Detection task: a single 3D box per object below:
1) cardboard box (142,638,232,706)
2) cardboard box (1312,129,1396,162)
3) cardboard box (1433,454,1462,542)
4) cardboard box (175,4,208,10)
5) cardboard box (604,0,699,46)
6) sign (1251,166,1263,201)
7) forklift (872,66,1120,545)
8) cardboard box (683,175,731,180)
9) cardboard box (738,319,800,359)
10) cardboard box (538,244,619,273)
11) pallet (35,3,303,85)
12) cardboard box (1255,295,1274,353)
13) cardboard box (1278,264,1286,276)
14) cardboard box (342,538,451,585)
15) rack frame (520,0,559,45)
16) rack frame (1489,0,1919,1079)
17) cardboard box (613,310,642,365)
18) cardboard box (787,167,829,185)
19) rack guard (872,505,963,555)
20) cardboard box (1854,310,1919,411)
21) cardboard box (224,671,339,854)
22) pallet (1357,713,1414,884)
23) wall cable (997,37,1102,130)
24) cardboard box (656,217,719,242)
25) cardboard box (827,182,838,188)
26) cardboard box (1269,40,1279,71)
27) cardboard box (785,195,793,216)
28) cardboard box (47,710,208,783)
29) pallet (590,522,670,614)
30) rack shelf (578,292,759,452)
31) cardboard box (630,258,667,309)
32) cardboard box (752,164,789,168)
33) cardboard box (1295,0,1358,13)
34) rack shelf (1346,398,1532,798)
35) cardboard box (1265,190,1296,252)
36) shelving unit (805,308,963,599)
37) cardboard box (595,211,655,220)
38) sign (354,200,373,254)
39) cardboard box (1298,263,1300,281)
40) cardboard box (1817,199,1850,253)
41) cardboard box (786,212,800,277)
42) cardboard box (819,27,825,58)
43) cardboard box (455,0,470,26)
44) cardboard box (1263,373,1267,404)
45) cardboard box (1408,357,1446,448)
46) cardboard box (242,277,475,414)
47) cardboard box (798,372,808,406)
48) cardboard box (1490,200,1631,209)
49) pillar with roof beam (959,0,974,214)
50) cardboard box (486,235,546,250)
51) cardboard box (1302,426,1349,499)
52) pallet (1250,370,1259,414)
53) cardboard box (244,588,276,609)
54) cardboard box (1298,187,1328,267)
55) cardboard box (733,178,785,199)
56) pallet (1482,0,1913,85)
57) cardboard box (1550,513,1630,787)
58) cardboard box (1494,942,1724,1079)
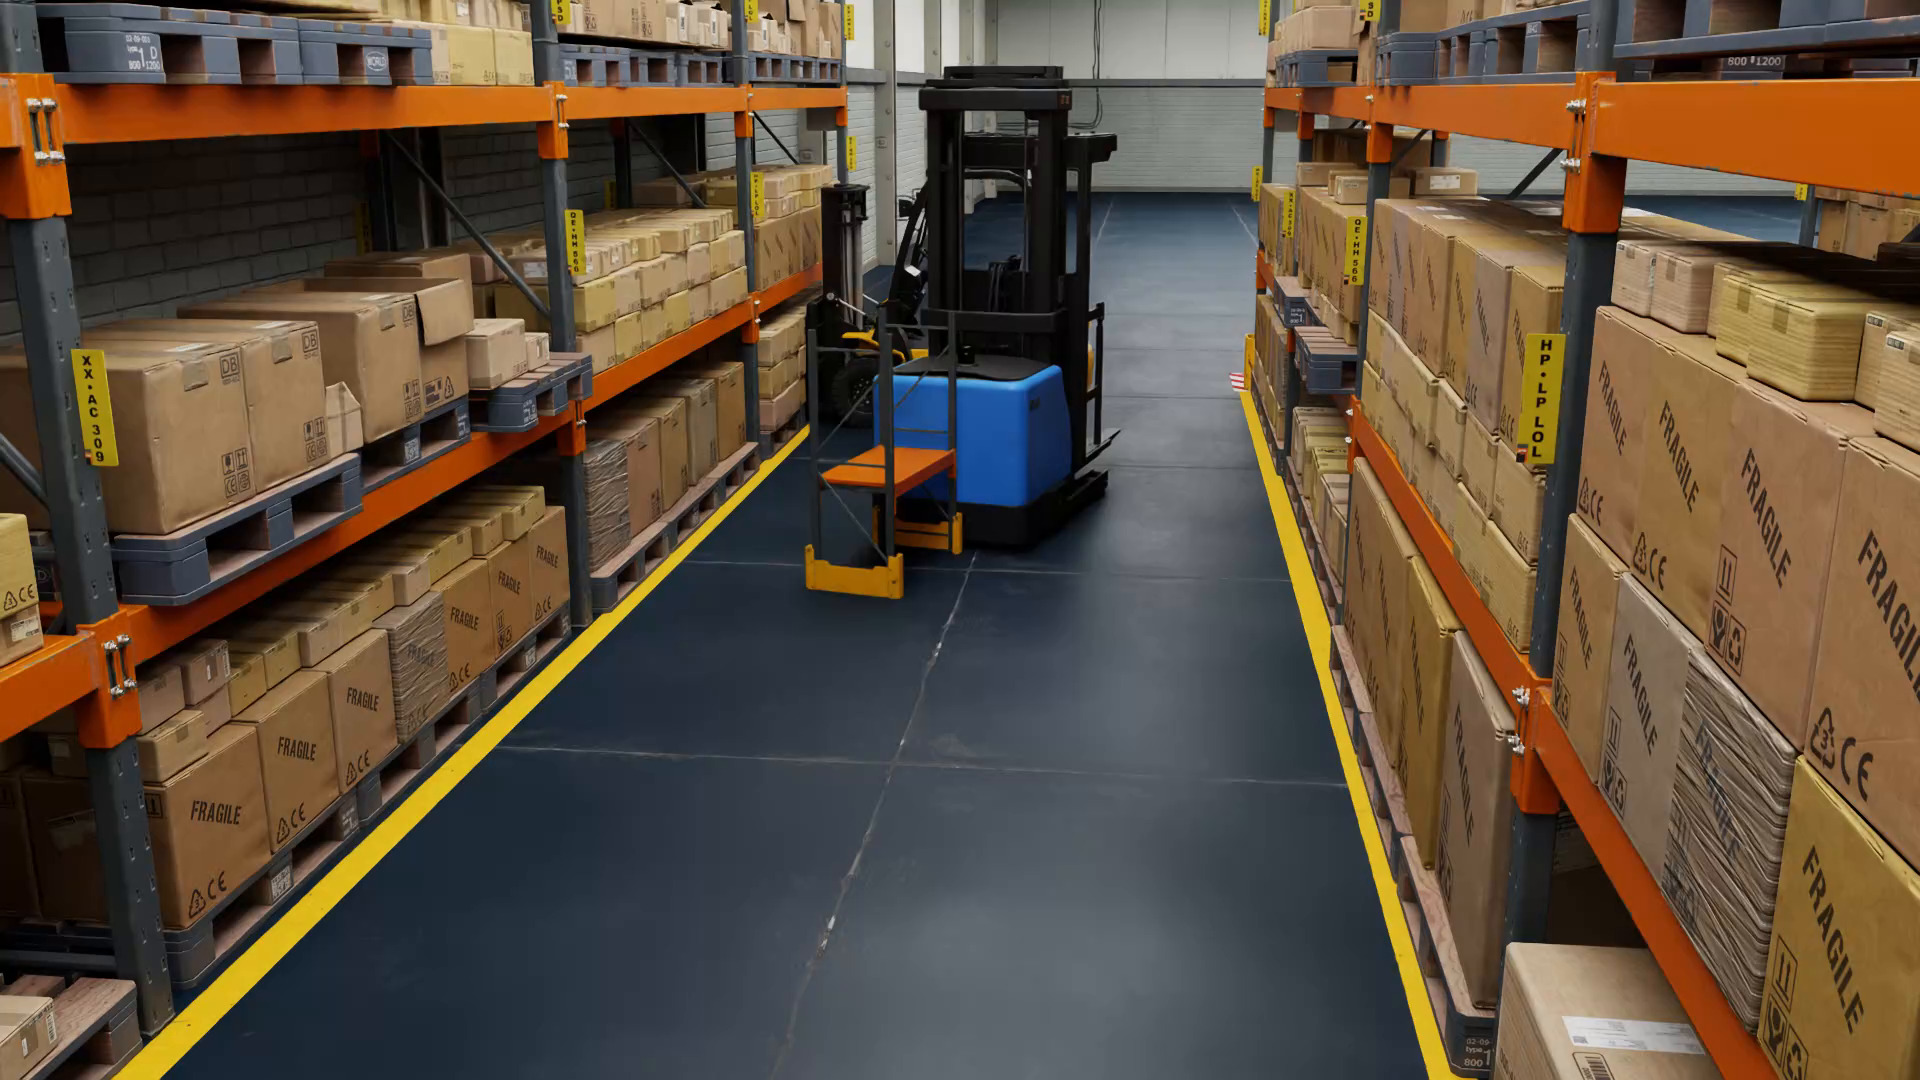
[{"bbox_3d":[-2.655,0.431,5.492,0.380,0.149,0.250,1,15,4],"label":"cardboard box"},{"bbox_3d":[3.440,-3.333,14.566,0.700,0.500,0.500,2,15,7],"label":"cardboard box"},{"bbox_3d":[1.926,-0.130,5.684,0.500,0.250,0.500,1,15,5],"label":"cardboard box"},{"bbox_3d":[-2.919,-1.960,5.901,0.380,0.149,0.250,2,15,7],"label":"cardboard box"},{"bbox_3d":[-1.965,-3.299,10.543,0.500,0.311,0.500,1,15,4],"label":"cardboard box"},{"bbox_3d":[2.806,-3.363,15.693,0.100,0.325,0.005,2,15,6],"label":"sign"},{"bbox_3d":[0.419,-1.727,11.434,1.130,2.935,3.031,5,16,19],"label":"forklift"},{"bbox_3d":[-2.126,-2.964,13.875,0.380,0.149,0.250,2,15,6],"label":"cardboard box"},{"bbox_3d":[-1.604,-1.643,13.540,0.500,0.250,0.500,2,15,6],"label":"cardboard box"},{"bbox_3d":[-2.129,-1.571,9.292,0.380,0.149,0.250,2,15,8],"label":"cardboard box"},{"bbox_3d":[-2.798,-1.486,5.025,1.213,0.211,1.003,2,15,6],"label":"pallet"},{"bbox_3d":[2.977,-1.959,15.187,0.500,0.500,0.500,1,15,4],"label":"cardboard box"},{"bbox_3d":[2.739,-2.126,13.259,0.380,0.149,0.250,1,15,5],"label":"cardboard box"},{"bbox_3d":[-2.470,0.098,7.296,0.380,0.149,0.250,1,15,5],"label":"cardboard box"},{"bbox_3d":[-2.490,-3.895,7.828,1.000,3.000,0.127,2,15,6],"label":"rack frame"},{"bbox_3d":[1.988,0.183,4.237,0.949,2.616,0.053,2,15,6],"label":"rack frame"},{"bbox_3d":[-2.135,-1.165,9.511,0.500,0.250,0.500,1,15,5],"label":"cardboard box"},{"bbox_3d":[-1.418,-3.346,15.287,0.380,0.149,0.250,2,15,8],"label":"cardboard box"},{"bbox_3d":[-0.268,-0.064,10.418,0.587,0.250,0.087,5,16,19],"label":"rack guard"},{"bbox_3d":[1.603,-0.254,2.504,0.380,0.149,0.250,2,15,6],"label":"cardboard box"},{"bbox_3d":[-2.613,0.785,5.997,0.500,0.500,0.500,1,15,6],"label":"cardboard box"},{"bbox_3d":[2.138,1.010,6.523,1.003,0.211,1.213,2,15,6],"label":"pallet"},{"bbox_3d":[2.470,-12.823,46.793,3.097,2.526,0.112,2,15,6],"label":"wall cable"},{"bbox_3d":[-1.845,-2.101,11.253,0.380,0.149,0.250,1,15,5],"label":"cardboard box"},{"bbox_3d":[-1.347,-3.270,15.575,0.380,0.149,0.250,2,15,7],"label":"cardboard box"},{"bbox_3d":[2.957,-4.195,14.401,0.500,0.250,0.500,1,15,5],"label":"cardboard box"},{"bbox_3d":[-1.579,-2.738,13.608,0.380,0.149,0.250,2,15,6],"label":"cardboard box"},{"bbox_3d":[-2.636,0.644,5.276,0.380,0.149,0.250,2,15,9],"label":"cardboard box"},{"bbox_3d":[-2.358,0.135,9.760,1.003,0.211,1.213,2,15,6],"label":"pallet"},{"bbox_3d":[-2.264,-1.171,10.623,1.077,0.370,4.000,2,15,6],"label":"rack shelf"},{"bbox_3d":[-2.062,-1.541,9.944,0.500,0.250,0.500,1,15,5],"label":"cardboard box"},{"bbox_3d":[-1.837,-3.498,15.849,0.380,0.149,0.250,1,15,5],"label":"cardboard box"},{"bbox_3d":[2.383,-3.442,10.422,0.500,0.250,0.500,1,15,5],"label":"cardboard box"},{"bbox_3d":[2.217,0.012,6.249,1.077,0.370,4.000,2,15,6],"label":"rack shelf"},{"bbox_3d":[2.905,-2.739,14.285,0.500,0.500,0.500,1,15,5],"label":"cardboard box"},{"bbox_3d":[-0.437,-0.545,9.803,0.587,1.500,1.083,5,16,19],"label":"shelving unit"},{"bbox_3d":[-2.374,-2.245,11.784,0.380,0.149,0.250,1,15,4],"label":"cardboard box"},{"bbox_3d":[-3.042,-1.574,8.517,0.100,0.325,0.005,2,15,6],"label":"sign"},{"bbox_3d":[2.518,-1.839,11.392,0.380,0.149,0.250,2,15,7],"label":"cardboard box"},{"bbox_3d":[8.278,-2.784,14.924,0.875,0.550,0.550,2,15,6],"label":"cardboard box"},{"bbox_3d":[-1.631,-2.459,13.819,0.500,0.500,0.500,2,15,6],"label":"cardboard box"},{"bbox_3d":[-1.408,-4.419,14.771,0.396,0.266,0.258,2,15,6],"label":"cardboard box"},{"bbox_3d":[-2.394,-2.334,7.325,0.380,0.149,0.250,2,15,8],"label":"cardboard box"},{"bbox_3d":[2.865,-1.329,14.294,0.500,0.250,0.500,3,15,10],"label":"cardboard box"},{"bbox_3d":[1.942,-0.505,6.111,0.500,0.250,0.500,2,15,7],"label":"cardboard box"},{"bbox_3d":[-2.490,-0.823,6.957,0.797,0.503,0.637,1,15,5],"label":"cardboard box"},{"bbox_3d":[-1.571,-1.294,14.163,0.500,0.250,0.500,2,15,7],"label":"cardboard box"},{"bbox_3d":[2.644,-1.243,7.406,0.500,0.500,0.500,1,15,5],"label":"cardboard box"},{"bbox_3d":[4.424,-11.914,37.482,9.100,9.000,0.400,2,15,6],"label":"pillar with roof beam"},{"bbox_3d":[-2.581,-1.719,9.837,0.380,0.149,0.250,2,15,6],"label":"cardboard box"},{"bbox_3d":[2.759,-0.503,11.005,0.950,0.372,0.625,3,15,10],"label":"cardboard box"},{"bbox_3d":[3.210,-1.353,15.263,1.003,0.211,1.213,2,15,6],"label":"pallet"},{"bbox_3d":[-3.024,0.223,6.831,0.380,0.149,0.250,1,15,4],"label":"cardboard box"},{"bbox_3d":[2.500,-2.043,10.905,0.500,0.500,0.500,2,15,6],"label":"cardboard box"},{"bbox_3d":[-1.617,-2.816,13.326,0.380,0.149,0.250,2,15,8],"label":"cardboard box"},{"bbox_3d":[2.046,-1.411,4.755,0.805,0.209,1.217,1,15,4],"label":"pallet"},{"bbox_3d":[1.678,0.249,3.802,0.500,0.500,0.500,2,15,8],"label":"cardboard box"},{"bbox_3d":[1.814,1.377,3.926,0.875,0.438,0.875,1,15,5],"label":"cardboard box"}]
